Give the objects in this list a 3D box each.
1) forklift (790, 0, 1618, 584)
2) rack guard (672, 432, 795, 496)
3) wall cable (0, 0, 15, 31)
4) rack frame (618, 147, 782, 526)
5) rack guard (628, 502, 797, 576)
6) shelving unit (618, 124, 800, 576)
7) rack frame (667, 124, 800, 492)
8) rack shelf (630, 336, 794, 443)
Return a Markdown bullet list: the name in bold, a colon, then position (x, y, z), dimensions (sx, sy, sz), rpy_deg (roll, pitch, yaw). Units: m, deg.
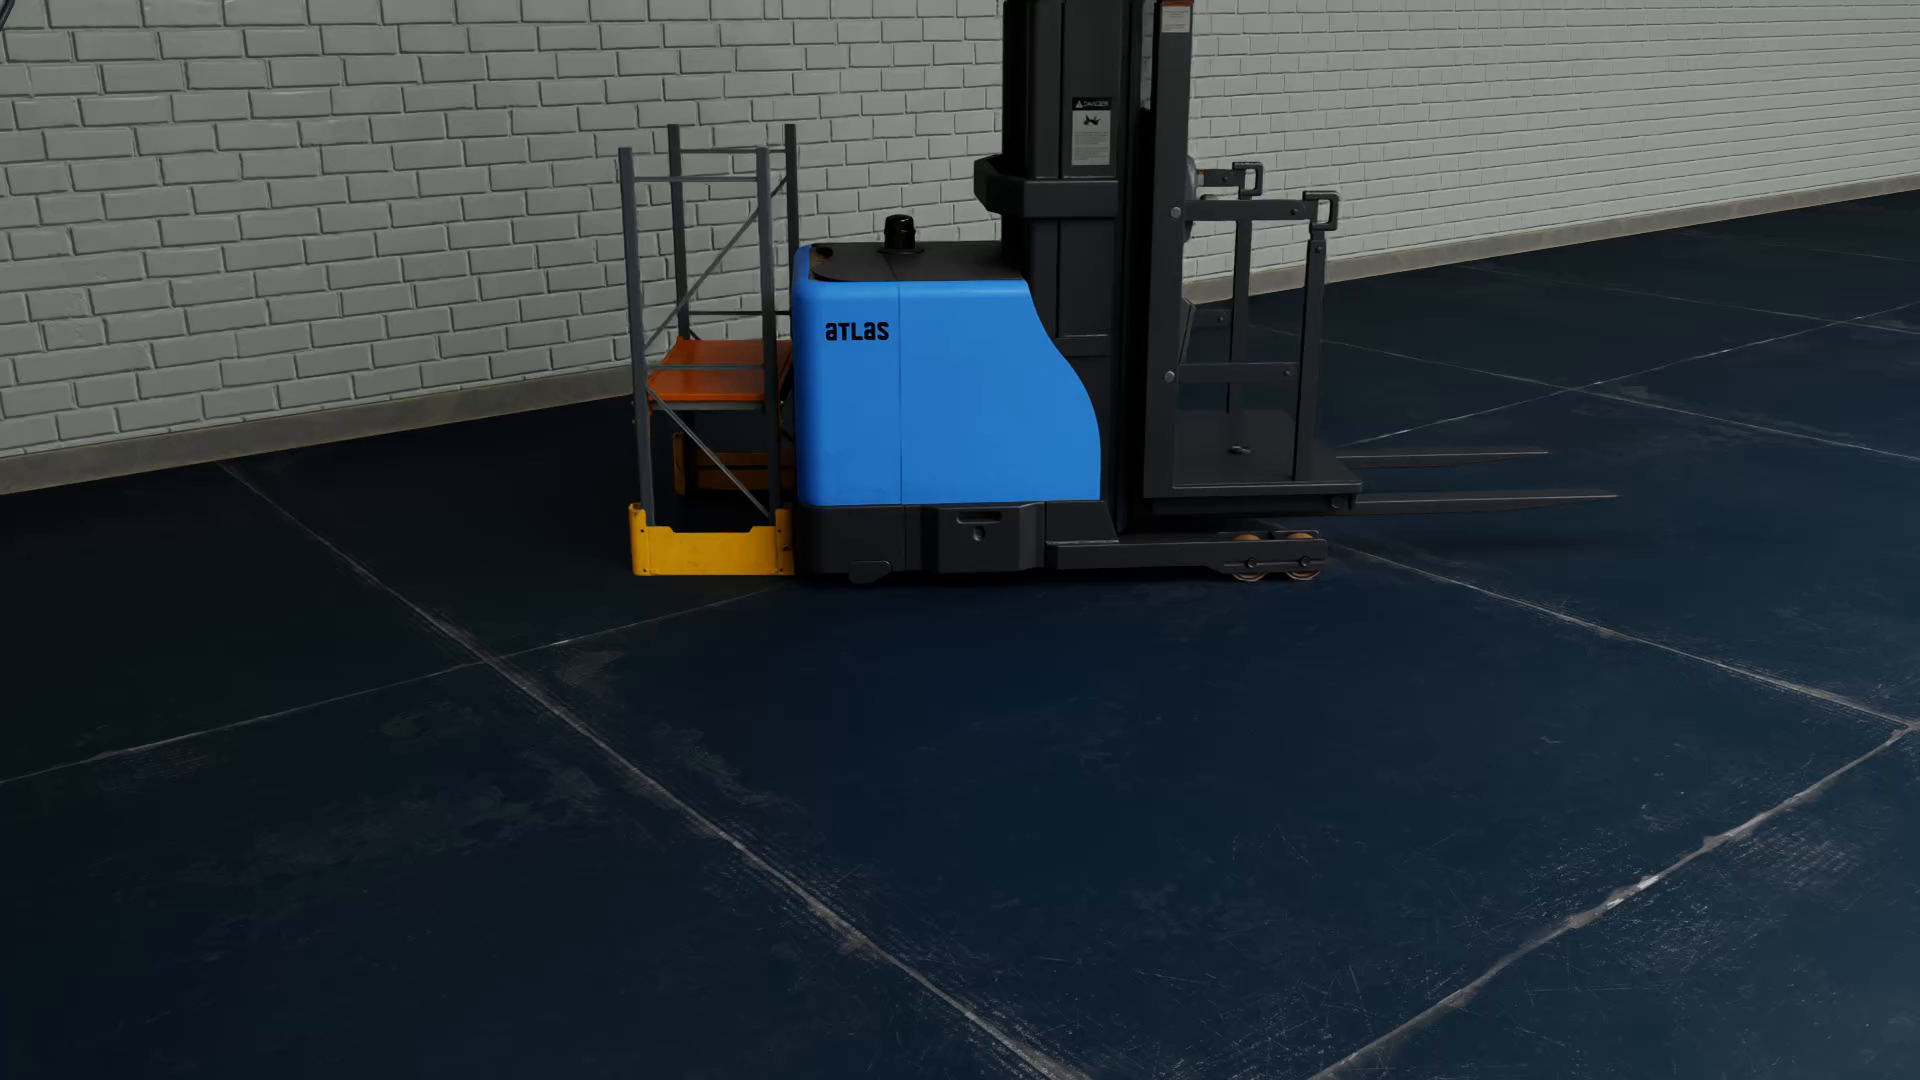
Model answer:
- **forklift**: position (0.896, -1.407, 5.949), dimensions (3.031, 2.935, 1.130), rpy_deg (-1, 18, -5)
- **rack guard**: position (-0.893, -0.317, 6.923), dimensions (0.587, 0.250, 0.087), rpy_deg (0, 18, 0)
- **wall cable**: position (-4.874, -2.756, 5.308), dimensions (3.097, 2.526, 0.112), rpy_deg (-14, 23, -36)
- **rack frame**: position (-0.887, -0.597, 5.780), dimensions (0.500, 1.500, 0.032), rpy_deg (0, 18, 0)
- **rack guard**: position (-0.887, -0.004, 5.977), dimensions (0.587, 0.250, 0.087), rpy_deg (0, 18, 0)
- **shelving unit**: position (-0.890, -0.754, 6.254), dimensions (0.587, 1.500, 1.083), rpy_deg (0, 18, 0)
- **rack frame**: position (-0.894, -0.917, 6.745), dimensions (0.500, 1.500, 0.032), rpy_deg (0, 18, 0)
- **rack shelf**: position (-0.890, -0.586, 6.319), dimensions (0.538, 0.185, 1.000), rpy_deg (0, 18, 0)
